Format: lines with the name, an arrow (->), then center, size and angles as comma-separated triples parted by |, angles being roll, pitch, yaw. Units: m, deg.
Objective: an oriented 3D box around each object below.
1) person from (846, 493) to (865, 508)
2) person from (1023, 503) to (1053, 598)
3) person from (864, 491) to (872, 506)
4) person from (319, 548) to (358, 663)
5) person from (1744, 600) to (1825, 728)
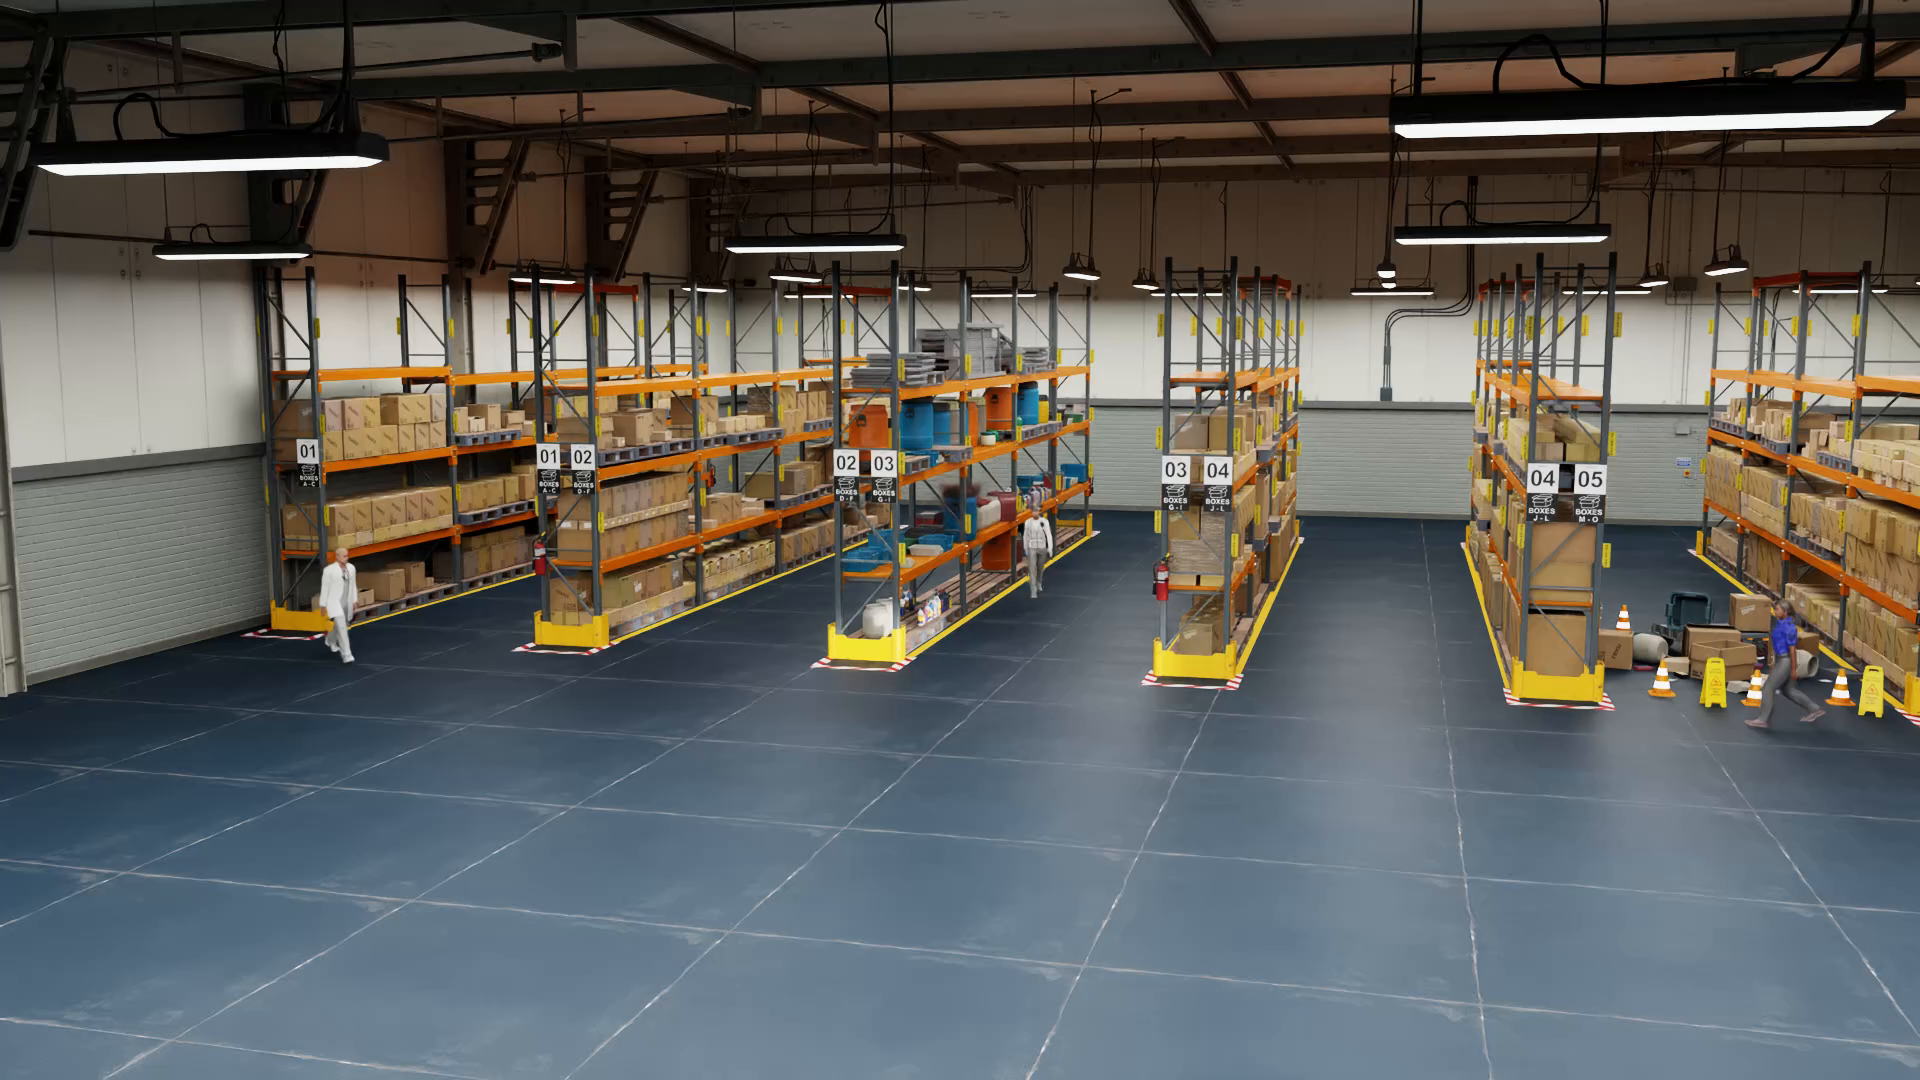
person -> -2.692, -1.359, 43.155 | 0.768, 1.769, 0.523 | 2, 7, 13
person -> 1.375, 0.154, 29.383 | 0.496, 1.641, 0.949 | 0, 7, -3
person -> -2.532, -1.697, 46.603 | 0.447, 1.624, 0.430 | 2, 7, 15
person -> -9.420, 0.958, 25.186 | 1.170, 1.724, 0.608 | 6, 10, 41
person -> 10.376, 1.557, 20.832 | 0.965, 1.611, 0.446 | 2, 7, 13
